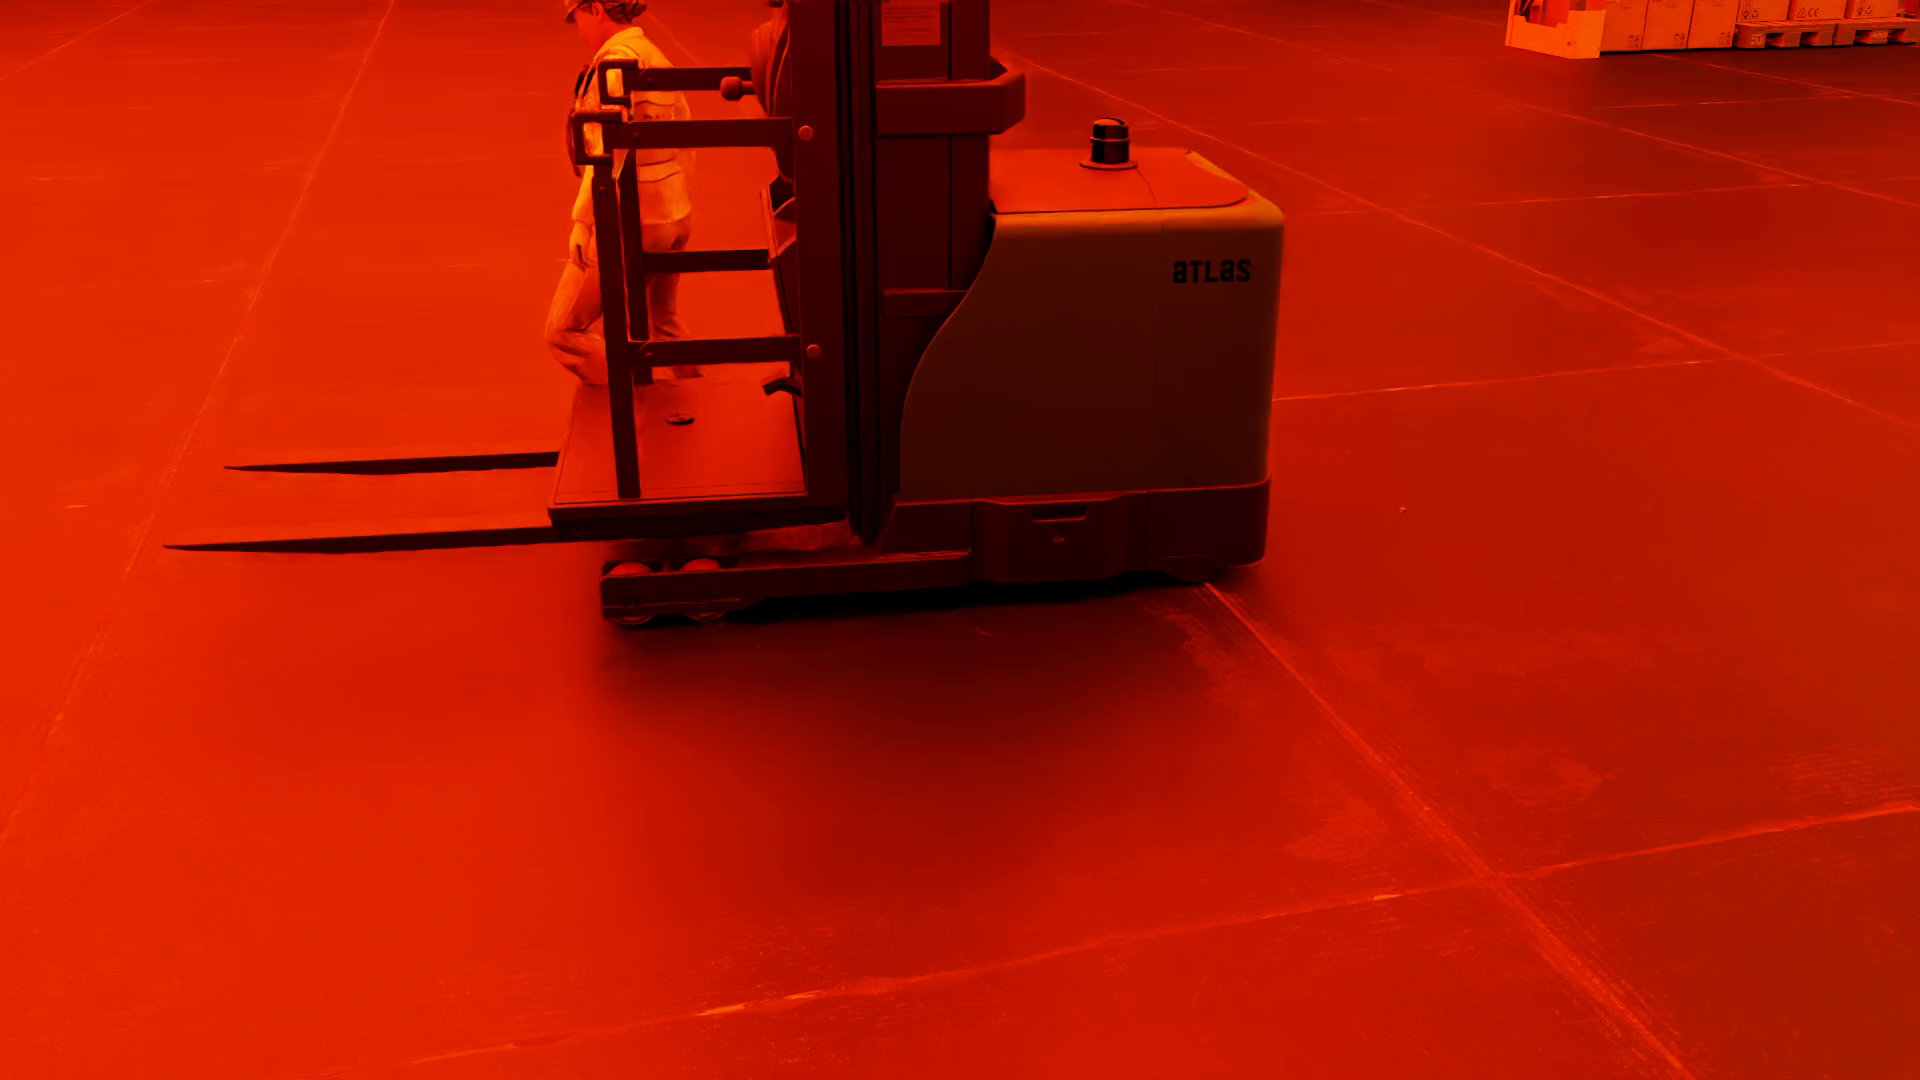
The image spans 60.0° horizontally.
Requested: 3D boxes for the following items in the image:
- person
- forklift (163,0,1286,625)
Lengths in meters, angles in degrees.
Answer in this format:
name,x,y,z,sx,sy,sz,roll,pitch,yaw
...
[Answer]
name,x,y,z,sx,sy,sz,roll,pitch,yaw
person,-1.063,-1.004,5.379,0.424,1.636,0.856,4,23,10
forklift,-0.679,-1.338,4.454,3.031,2.935,1.130,-3,23,-7
